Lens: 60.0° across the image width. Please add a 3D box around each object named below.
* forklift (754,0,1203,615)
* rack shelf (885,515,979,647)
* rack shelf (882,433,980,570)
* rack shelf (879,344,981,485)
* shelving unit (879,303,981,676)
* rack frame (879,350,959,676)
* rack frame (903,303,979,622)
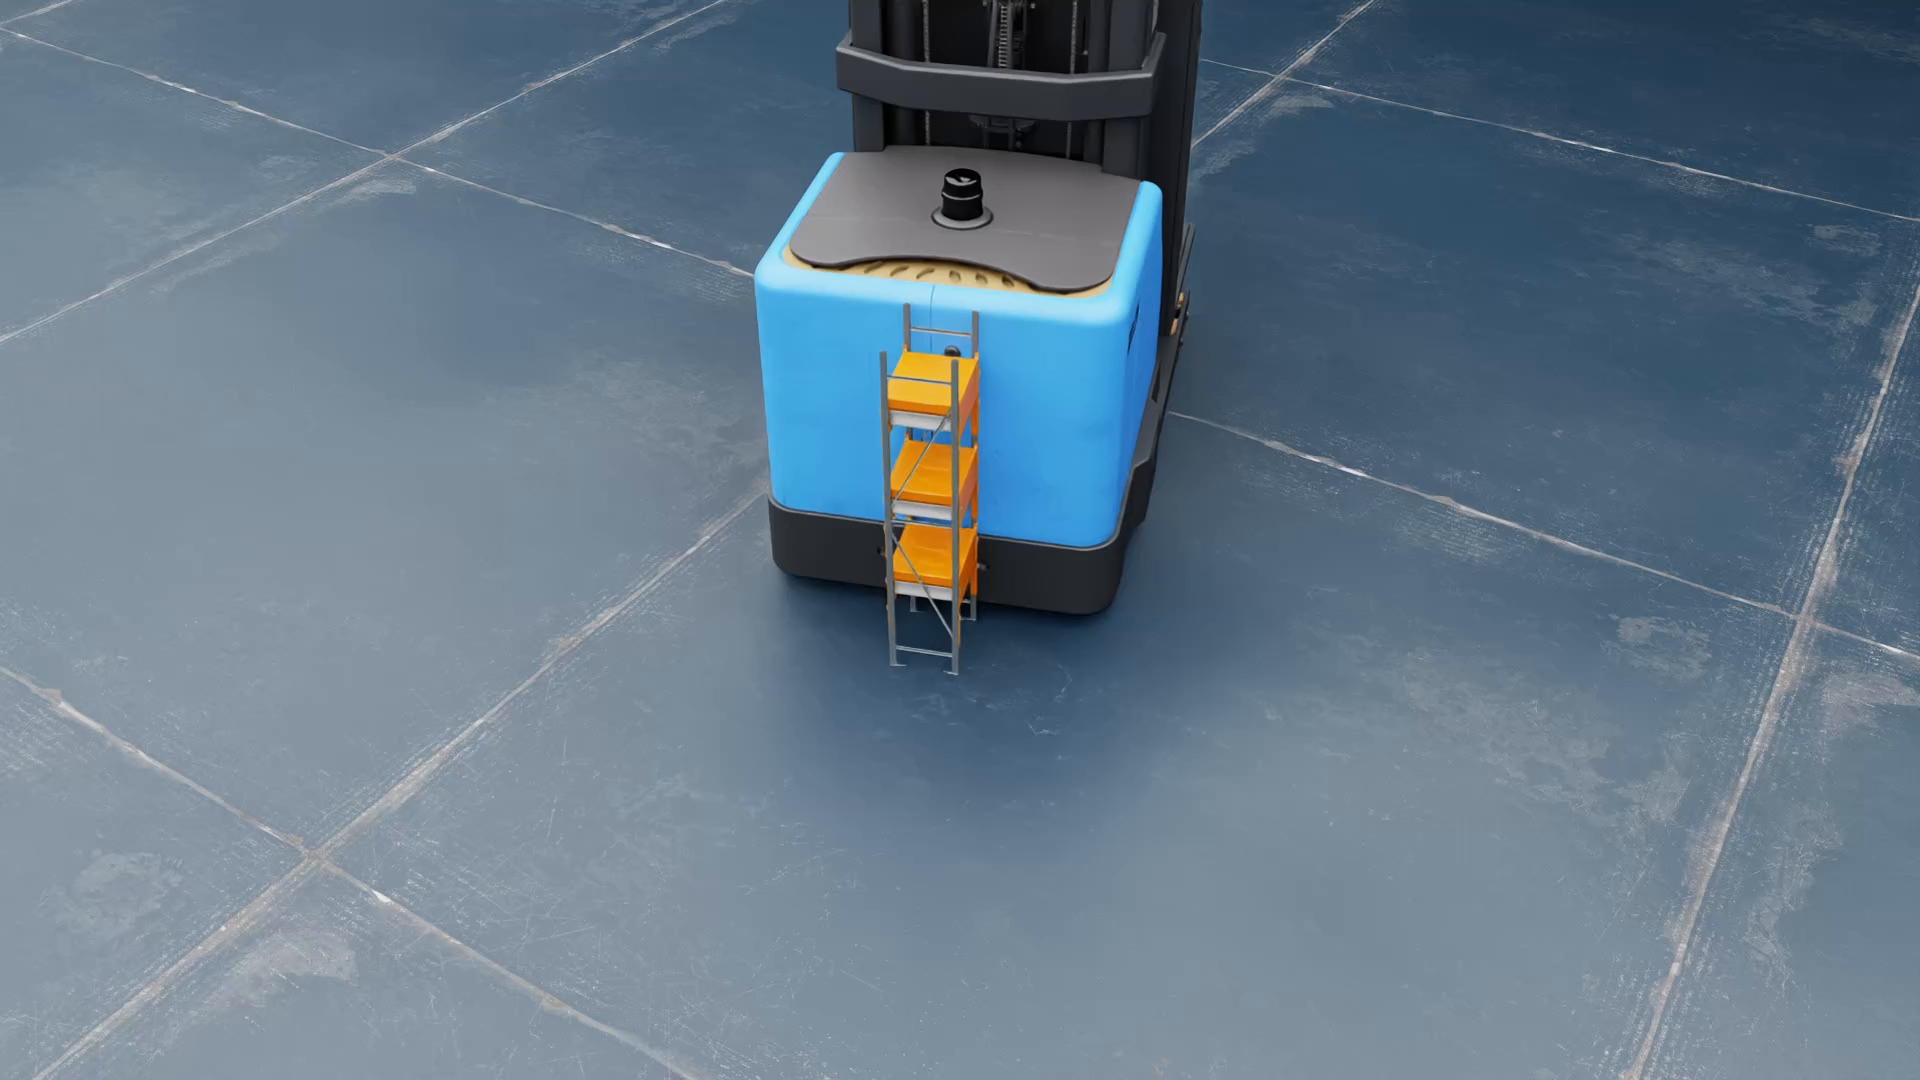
[{"bbox_3d":[0.246,-1.845,5.243,1.130,2.935,3.031,8,38,10],"label":"forklift"},{"bbox_3d":[-0.076,0.114,4.715,0.215,0.259,0.240,8,38,10],"label":"rack shelf"},{"bbox_3d":[-0.076,-0.107,4.546,0.215,0.259,0.240,8,38,10],"label":"rack shelf"},{"bbox_3d":[-0.076,-0.331,4.372,0.215,0.259,0.240,8,38,10],"label":"rack shelf"},{"bbox_3d":[-0.076,-0.115,4.539,0.215,1.050,0.252,8,38,10],"label":"shelving unit"},{"bbox_3d":[-0.102,-0.042,4.445,0.200,1.050,0.008,8,38,10],"label":"rack frame"},{"bbox_3d":[-0.050,-0.188,4.634,0.200,1.050,0.008,8,38,10],"label":"rack frame"}]
